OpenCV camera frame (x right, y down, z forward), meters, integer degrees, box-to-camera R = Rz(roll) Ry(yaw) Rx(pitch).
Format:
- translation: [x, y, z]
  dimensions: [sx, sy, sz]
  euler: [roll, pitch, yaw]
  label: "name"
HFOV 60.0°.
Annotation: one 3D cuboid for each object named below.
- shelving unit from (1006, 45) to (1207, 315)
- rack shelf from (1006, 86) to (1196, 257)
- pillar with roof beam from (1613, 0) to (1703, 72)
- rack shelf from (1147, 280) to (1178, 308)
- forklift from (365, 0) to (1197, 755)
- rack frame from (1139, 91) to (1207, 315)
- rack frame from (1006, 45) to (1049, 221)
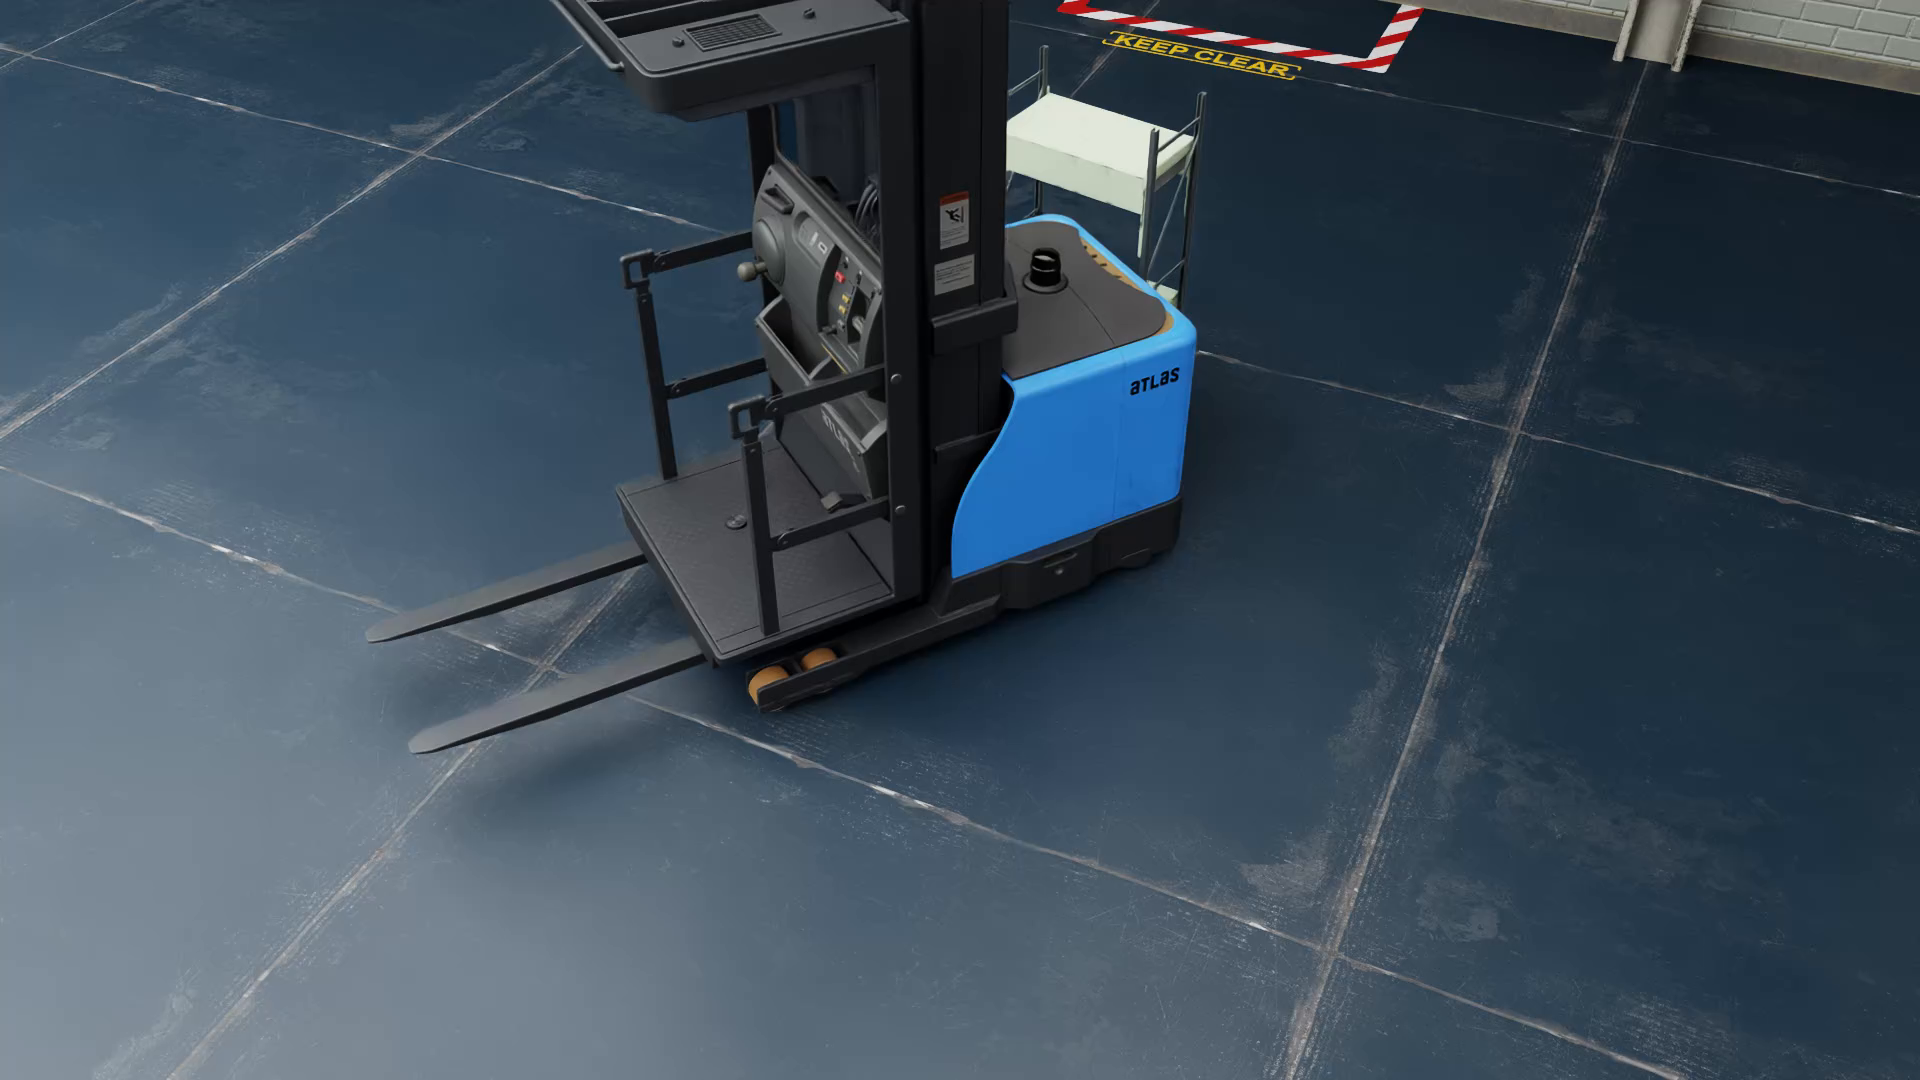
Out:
- translation: [0.538, -1.208, 6.998]
  dimensions: [0.755, 1.500, 0.431]
  euler: [25, 47, 26]
  label: "shelving unit"
- translation: [0.538, -1.502, 6.742]
  dimensions: [0.720, 0.370, 0.431]
  euler: [25, 47, 26]
  label: "rack shelf"
- translation: [2.397, -3.805, 4.269]
  dimensions: [0.400, 9.000, 9.100]
  euler: [17, 44, 19]
  label: "pillar with roof beam"
- translation: [0.538, -0.961, 7.212]
  dimensions: [0.720, 0.370, 0.431]
  euler: [25, 47, 26]
  label: "rack shelf"
- translation: [-0.667, -0.883, 5.531]
  dimensions: [3.031, 2.935, 1.130]
  euler: [-19, 45, -21]
  label: "forklift"
- translation: [0.837, -1.069, 6.839]
  dimensions: [0.023, 1.500, 0.400]
  euler: [25, 47, 26]
  label: "rack frame"
- translation: [0.239, -1.346, 7.157]
  dimensions: [0.023, 1.500, 0.400]
  euler: [25, 47, 26]
  label: "rack frame"
